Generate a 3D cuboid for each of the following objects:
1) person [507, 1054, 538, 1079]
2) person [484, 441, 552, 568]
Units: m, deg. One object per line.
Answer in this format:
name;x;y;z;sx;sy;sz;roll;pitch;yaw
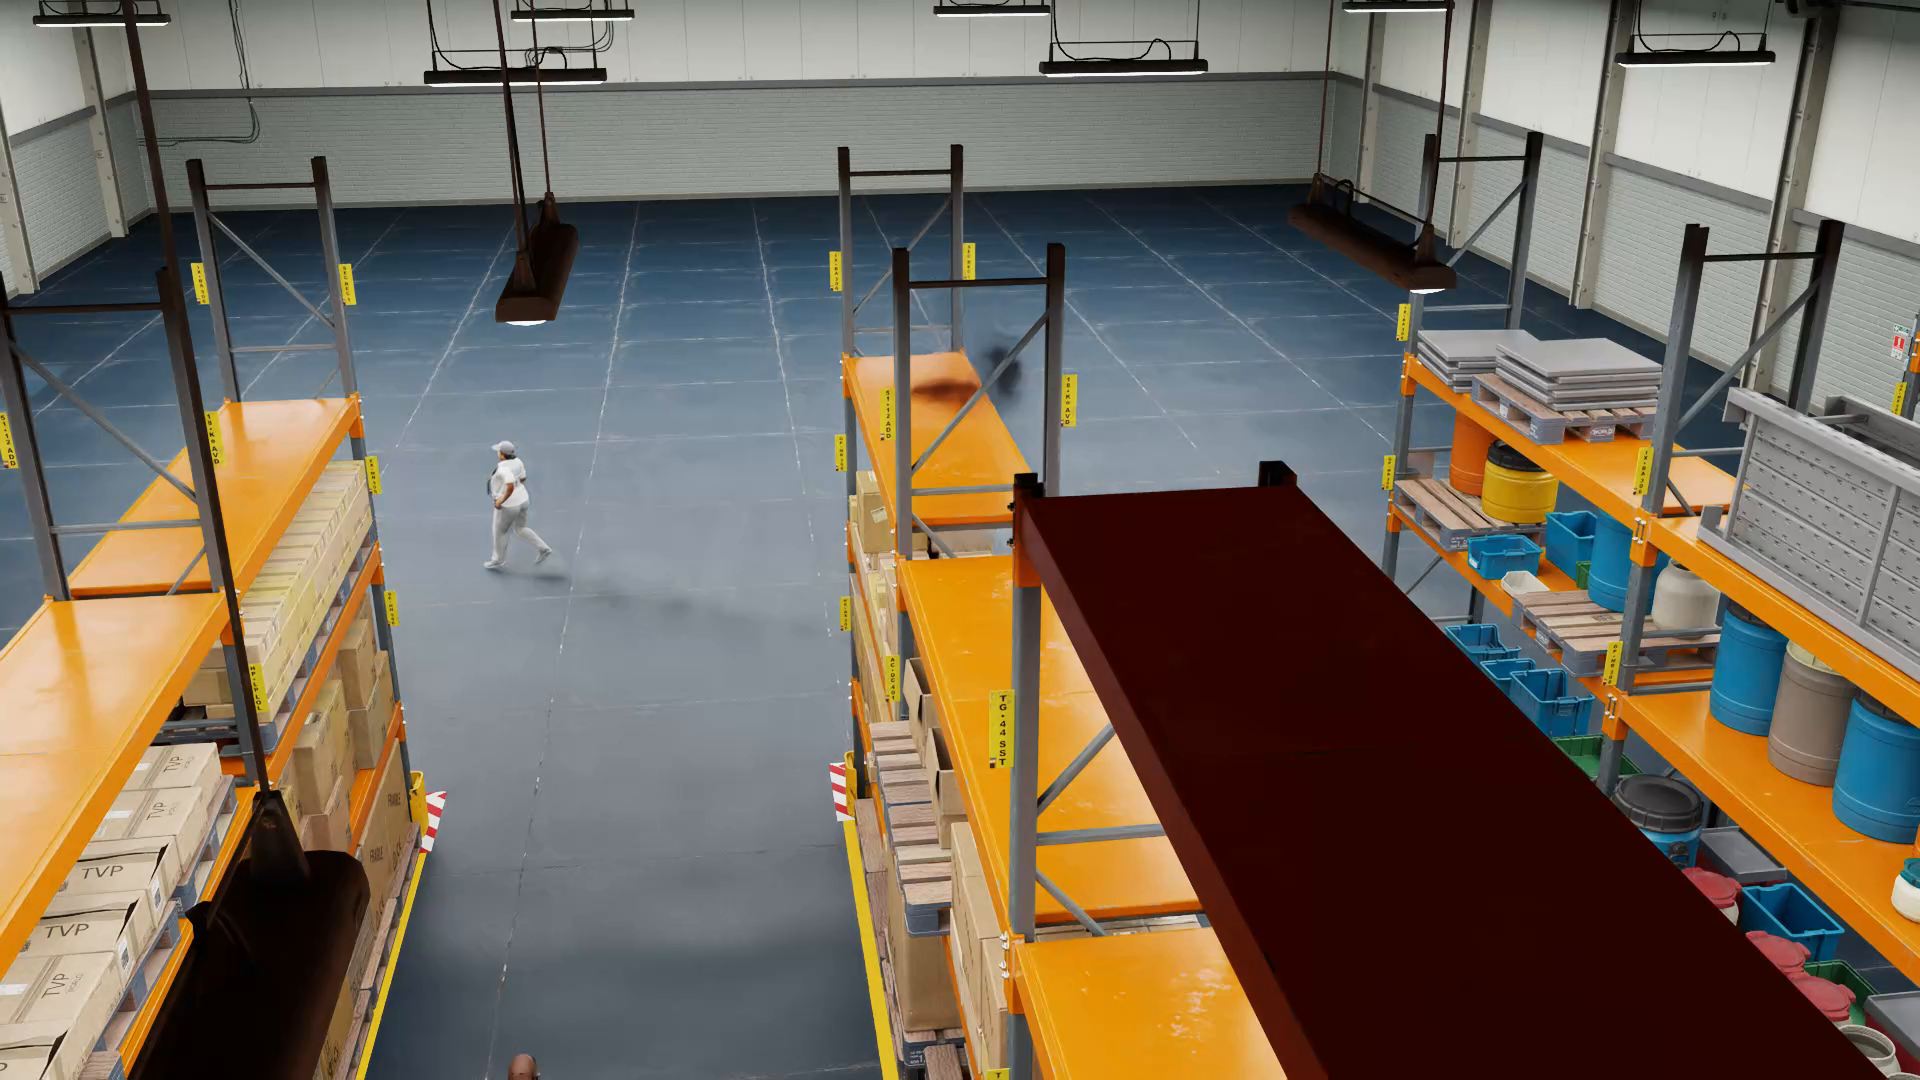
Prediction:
person;-2.516;3.793;9.788;0.675;1.725;0.844;-4;22;-9
person;-5.492;-0.418;20.411;0.924;1.666;0.586;8;23;19
